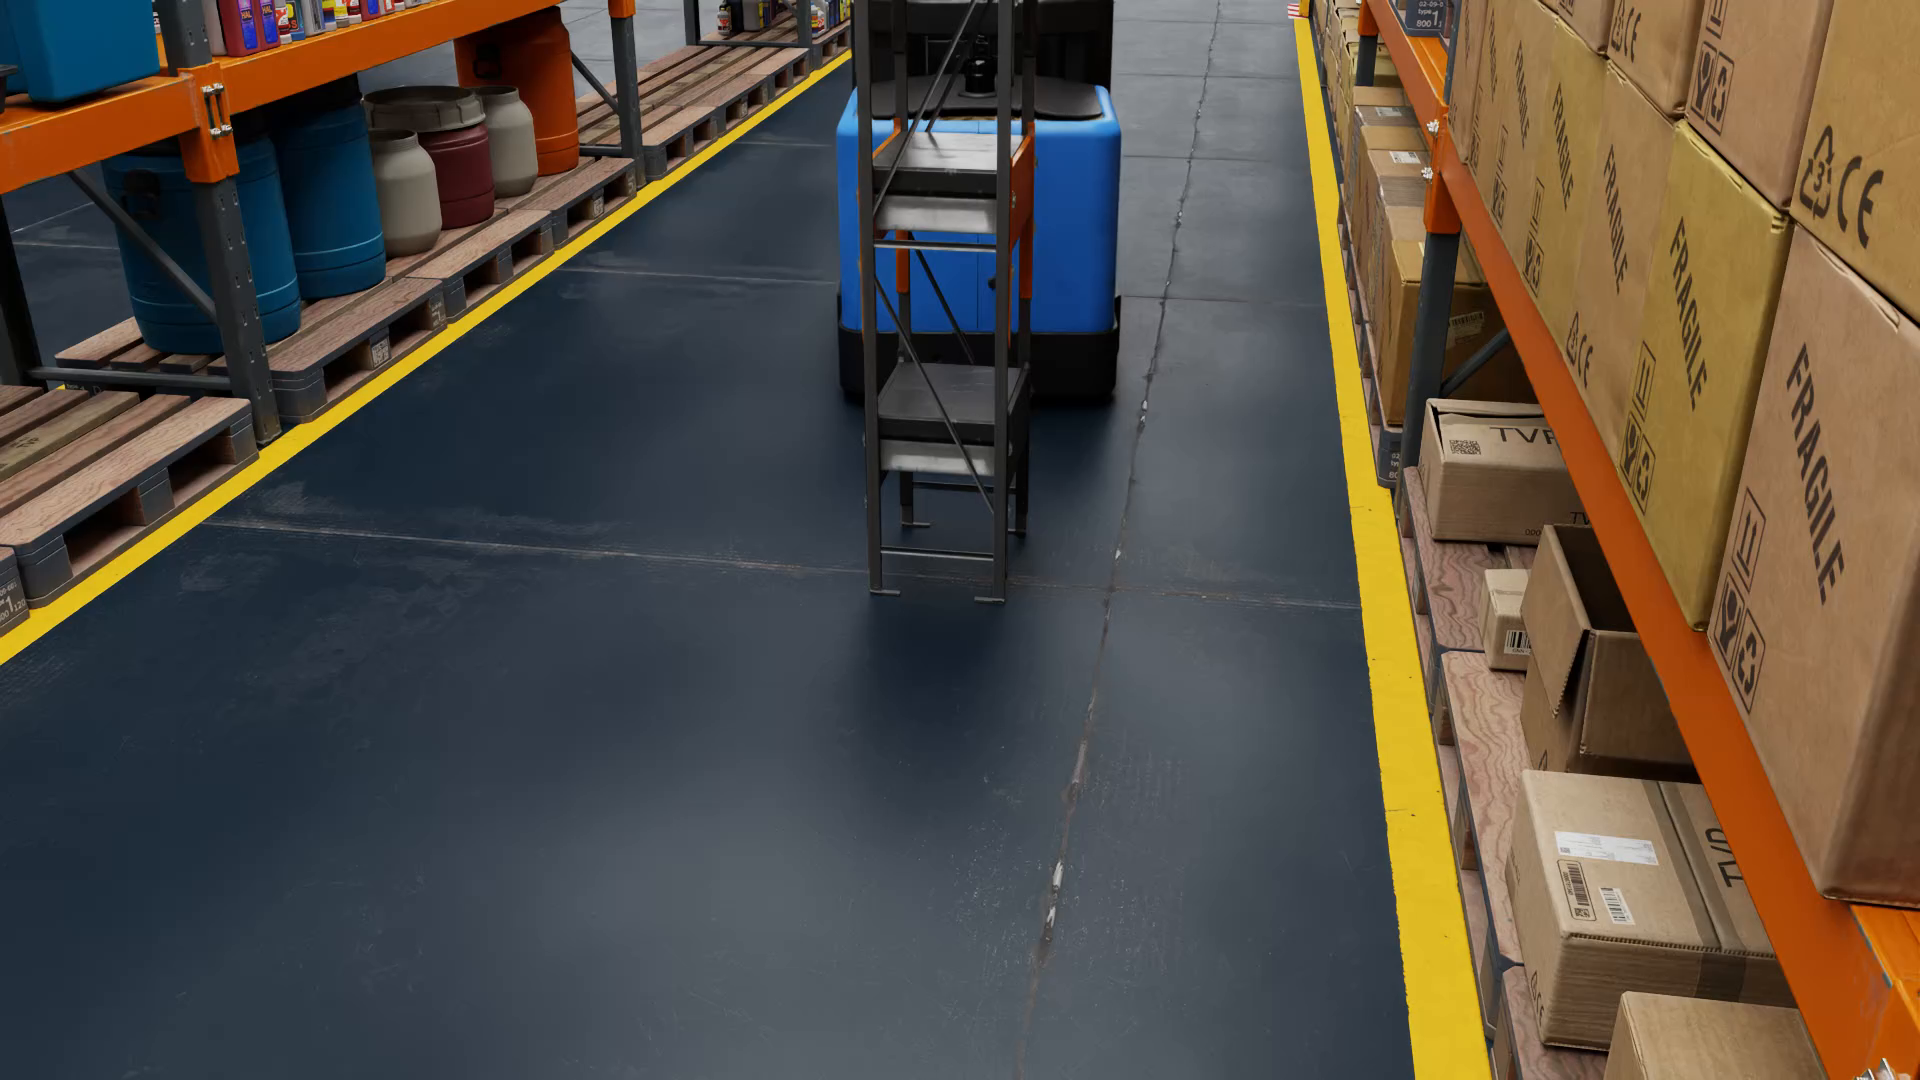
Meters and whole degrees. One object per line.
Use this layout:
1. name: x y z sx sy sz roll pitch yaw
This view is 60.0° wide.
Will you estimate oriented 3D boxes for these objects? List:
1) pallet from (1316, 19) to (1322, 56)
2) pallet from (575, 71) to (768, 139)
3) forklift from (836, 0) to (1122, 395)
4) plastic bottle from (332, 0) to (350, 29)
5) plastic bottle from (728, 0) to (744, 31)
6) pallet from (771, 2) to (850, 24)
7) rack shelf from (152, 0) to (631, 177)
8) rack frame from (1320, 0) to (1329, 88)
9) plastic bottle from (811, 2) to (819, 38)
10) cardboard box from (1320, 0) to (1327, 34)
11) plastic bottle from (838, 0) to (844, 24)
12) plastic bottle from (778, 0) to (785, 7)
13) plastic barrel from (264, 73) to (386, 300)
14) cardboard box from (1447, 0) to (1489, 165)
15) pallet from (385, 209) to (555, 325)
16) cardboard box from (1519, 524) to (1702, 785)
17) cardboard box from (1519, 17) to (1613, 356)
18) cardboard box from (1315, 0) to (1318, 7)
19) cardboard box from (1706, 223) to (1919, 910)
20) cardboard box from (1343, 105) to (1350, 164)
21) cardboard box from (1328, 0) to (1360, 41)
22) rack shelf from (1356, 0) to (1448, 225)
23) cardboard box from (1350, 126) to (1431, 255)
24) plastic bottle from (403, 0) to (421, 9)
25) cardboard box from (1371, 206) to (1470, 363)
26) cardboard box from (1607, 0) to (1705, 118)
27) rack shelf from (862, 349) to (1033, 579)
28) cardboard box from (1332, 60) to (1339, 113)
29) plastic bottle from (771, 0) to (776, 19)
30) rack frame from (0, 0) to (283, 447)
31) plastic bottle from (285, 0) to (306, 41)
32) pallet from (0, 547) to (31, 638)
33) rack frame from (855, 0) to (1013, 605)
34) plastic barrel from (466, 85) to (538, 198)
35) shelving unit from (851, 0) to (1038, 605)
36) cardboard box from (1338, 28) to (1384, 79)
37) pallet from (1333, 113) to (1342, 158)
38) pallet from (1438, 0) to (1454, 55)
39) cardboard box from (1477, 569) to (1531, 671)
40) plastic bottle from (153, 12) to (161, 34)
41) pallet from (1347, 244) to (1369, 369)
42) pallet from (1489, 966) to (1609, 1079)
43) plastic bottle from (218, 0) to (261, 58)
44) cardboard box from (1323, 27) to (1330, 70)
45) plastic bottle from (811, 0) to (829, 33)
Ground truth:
1. pallet: 3.587 -4.331 14.253 1.003 0.211 1.213 4 25 9
2. pallet: -1.955 -2.991 11.391 1.003 0.211 1.213 4 25 9
3. forklift: 0.094 -2.453 7.032 1.130 2.935 3.031 0 25 1
4. plastic bottle: -2.402 -2.069 6.366 0.097 0.201 0.097 0 25 0
5. plastic bottle: -1.847 -4.386 13.687 0.144 0.351 0.185 3 25 7
6. pallet: -1.320 -4.624 14.879 1.003 0.211 1.213 4 25 9
7. rack shelf: -2.648 -2.262 7.392 1.077 0.370 4.000 4 25 9
8. rack frame: 3.218 -4.752 11.864 1.000 3.000 0.127 4 25 9
9. plastic bottle: -1.183 -4.164 13.306 0.097 0.271 0.097 0 25 0
10. cardboard box: 3.237 -4.325 13.699 0.500 0.250 0.500 4 25 9
11. plastic bottle: -1.028 -4.520 14.053 0.061 0.283 0.133 5 26 11
12. plastic bottle: -1.635 -4.922 15.009 0.097 0.201 0.097 0 25 0
13. plastic barrel: -2.754 -1.513 6.925 0.600 0.901 0.708 4 25 9
14. cardboard box: 1.559 -1.257 4.280 0.500 0.500 0.500 5 25 10
15. pallet: -2.611 -1.320 7.821 1.003 0.211 1.213 4 25 9
16. cardboard box: 1.609 0.311 3.473 0.797 0.503 0.637 4 25 9
17. cardboard box: 1.313 -0.621 2.921 0.500 0.500 0.500 4 25 8
18. cardboard box: 3.487 -4.952 15.039 0.500 0.250 0.500 4 25 9
19. cardboard box: 1.062 0.015 1.562 0.500 0.500 0.500 5 26 10
20. cardboard box: 2.410 -2.261 9.291 0.500 0.250 0.500 5 25 10
21. cardboard box: 2.818 -3.587 11.461 0.500 0.311 0.500 4 25 8
22. rack shelf: 2.238 -1.917 6.656 1.077 0.370 4.000 4 25 9
23. cardboard box: 2.041 -1.547 7.447 0.500 0.500 0.500 4 25 8
24. plastic bottle: -2.335 -2.346 6.871 0.152 0.276 0.135 4 25 9
25. cardboard box: 1.798 -0.906 6.077 0.500 0.500 0.500 4 25 9
26. cardboard box: 1.220 -0.865 2.263 0.500 0.500 0.500 5 25 10
27. rack shelf: -0.027 -0.235 4.959 0.431 0.518 0.480 4 25 9
28. cardboard box: 2.657 -2.902 10.661 0.500 0.250 0.500 5 25 10
29. plastic bottle: -1.627 -4.631 14.291 0.061 0.283 0.133 4 25 9
30. rack frame: -2.975 -1.751 5.453 1.000 3.000 0.127 4 25 9
31. plastic bottle: -2.456 -1.963 6.057 0.097 0.271 0.097 0 25 0
32. pallet: -3.254 0.334 4.288 1.003 0.211 1.213 4 25 9
33. rack frame: -0.067 -0.780 4.439 0.400 2.100 0.015 4 25 9
34. plastic barrel: -2.389 -2.039 8.508 0.421 0.512 0.421 0 25 0
35. shelving unit: -0.027 -0.882 4.657 0.431 2.100 0.503 4 25 9
36. cardboard box: 2.571 -2.943 10.086 0.500 0.311 0.500 4 25 8
37. pallet: 2.939 -2.667 10.698 1.003 0.211 1.213 4 25 9
38. pallet: 2.149 -1.646 5.455 1.003 0.211 1.213 4 25 9
39. cardboard box: 1.497 0.201 4.106 0.380 0.166 0.250 4 25 9
40. plastic bottle: -3.044 -2.000 6.220 0.097 0.201 0.097 0 25 0
41. pallet: 2.203 -0.998 7.133 1.003 0.211 1.213 4 25 9
42. pallet: 1.399 1.164 2.514 1.003 0.211 1.213 4 25 9
43. plastic bottle: -2.495 -1.822 5.742 0.061 0.283 0.133 4 25 9
44. cardboard box: 2.908 -3.546 12.035 0.500 0.250 0.500 3 25 7
45. plastic bottle: -1.158 -4.303 13.598 0.152 0.276 0.135 5 26 10
